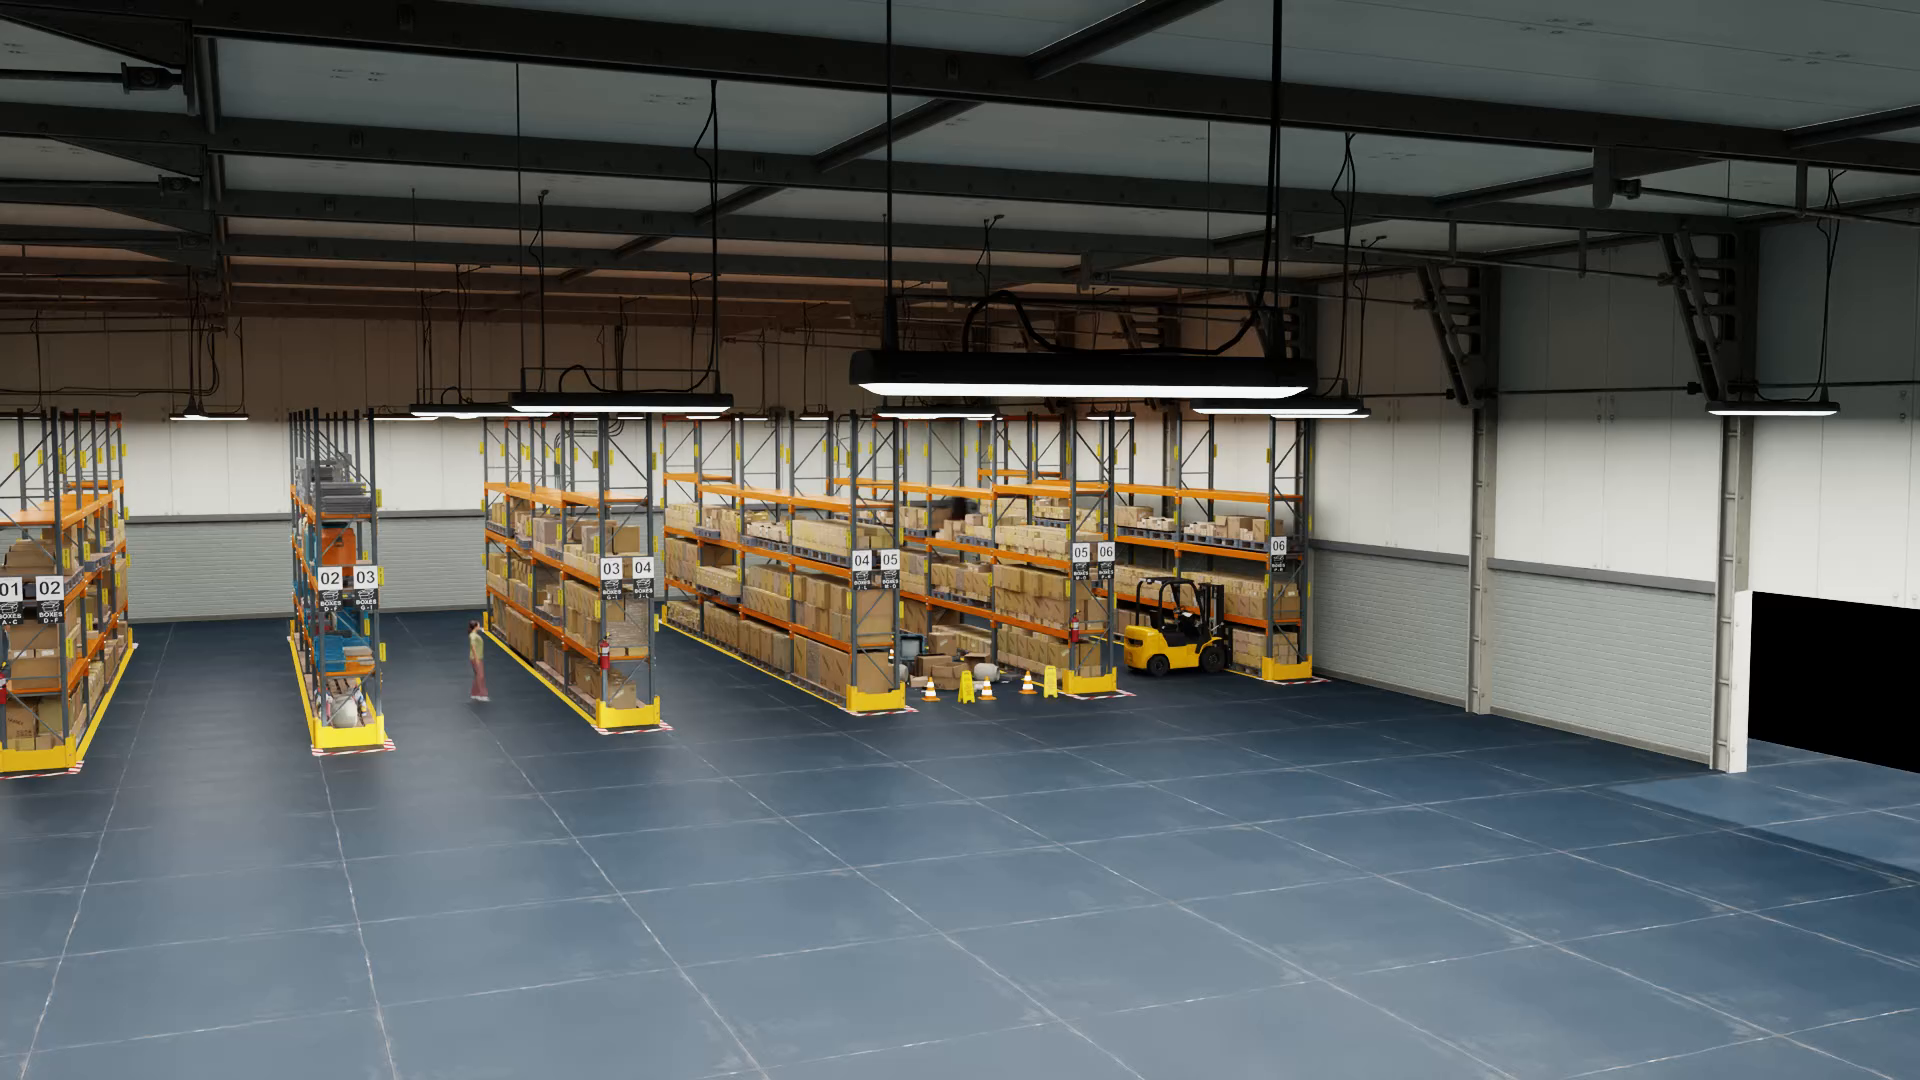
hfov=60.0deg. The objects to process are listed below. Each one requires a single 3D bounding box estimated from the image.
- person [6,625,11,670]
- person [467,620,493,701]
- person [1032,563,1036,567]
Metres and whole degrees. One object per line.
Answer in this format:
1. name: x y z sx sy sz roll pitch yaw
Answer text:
1. person: -21.898 2.197 38.631 0.489 1.661 0.540 2 5 28
2. person: -9.931 2.497 34.503 0.566 1.695 0.450 0 4 2
3. person: 1.945 1.348 45.720 0.491 1.767 0.585 -1 4 -18
